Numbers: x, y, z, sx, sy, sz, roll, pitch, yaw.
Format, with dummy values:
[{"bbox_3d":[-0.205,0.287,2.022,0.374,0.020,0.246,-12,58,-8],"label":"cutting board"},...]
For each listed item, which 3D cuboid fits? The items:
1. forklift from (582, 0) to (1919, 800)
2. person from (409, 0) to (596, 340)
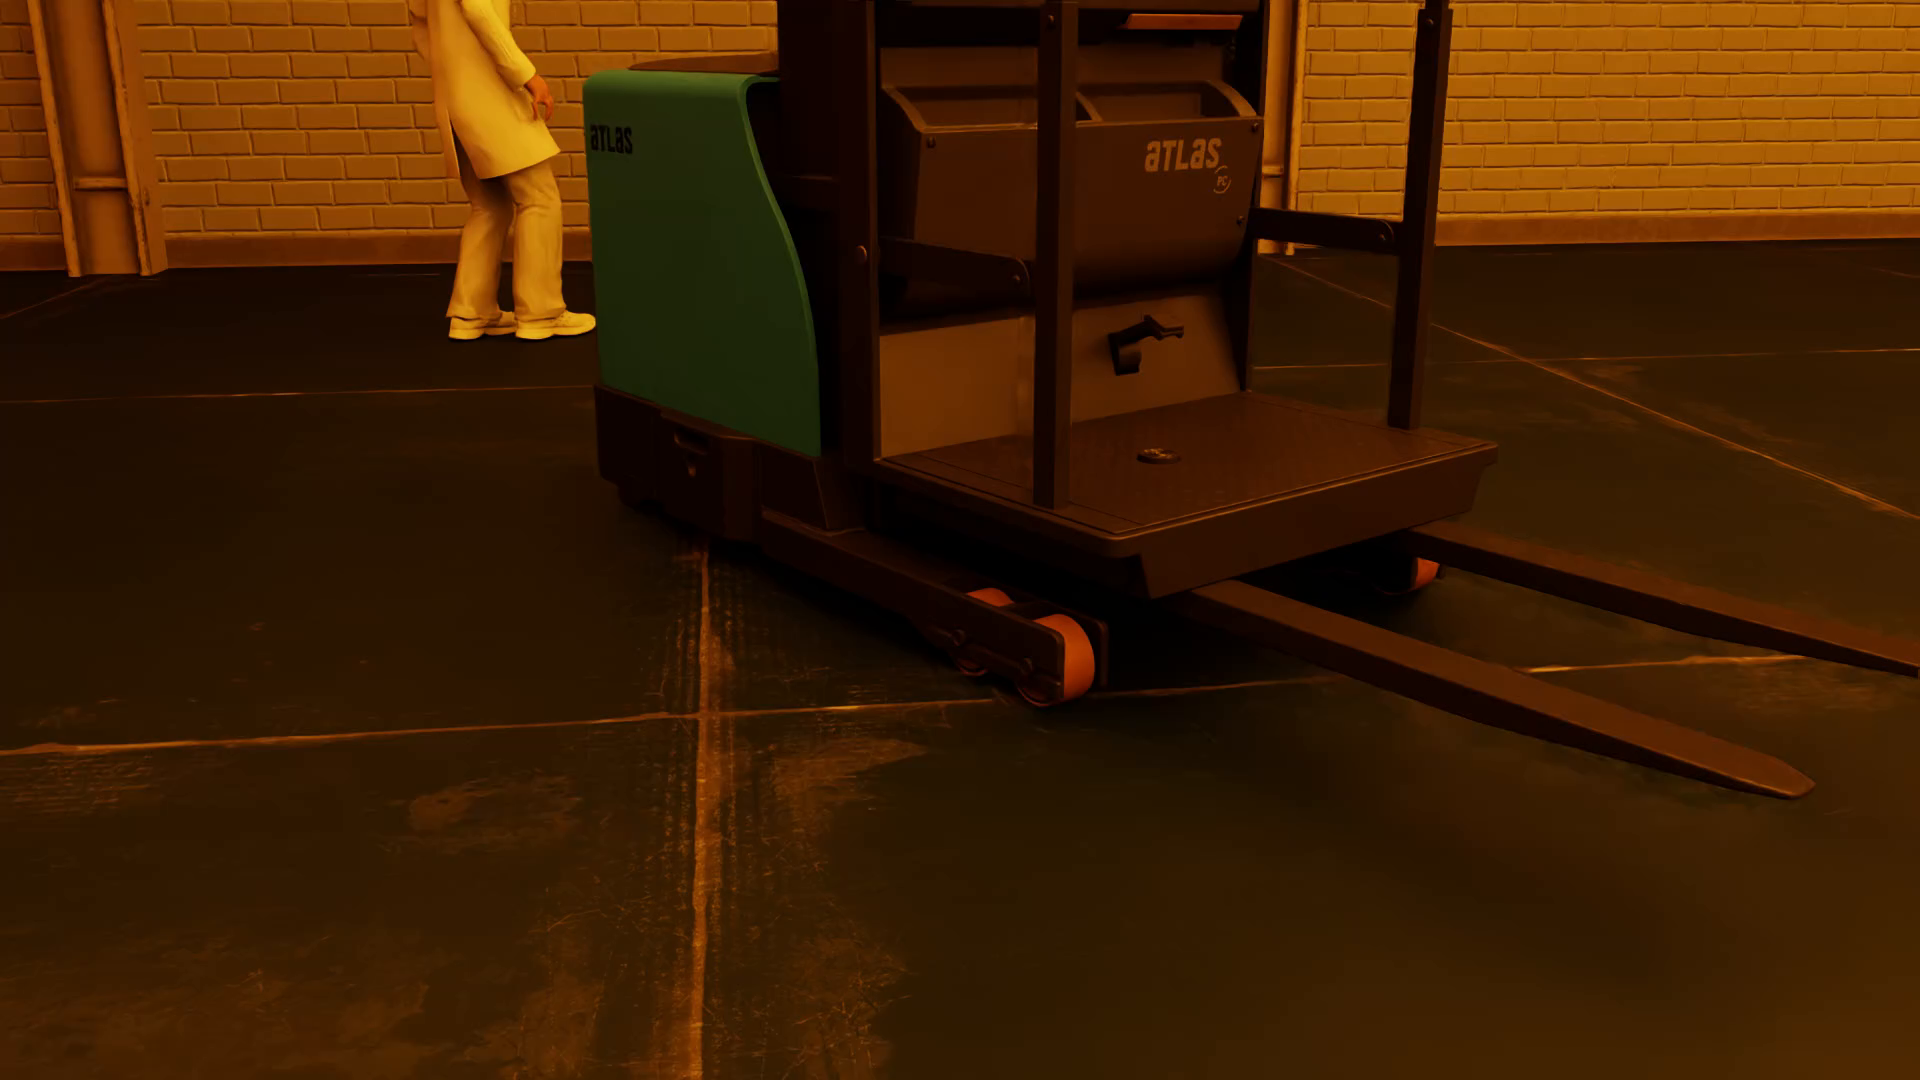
[{"bbox_3d":[0.380,-1.266,3.086,1.130,2.935,3.031,-13,21,-37],"label":"forklift"},{"bbox_3d":[-1.803,-1.670,6.486,0.554,1.752,0.794,-15,23,-41],"label":"person"}]
